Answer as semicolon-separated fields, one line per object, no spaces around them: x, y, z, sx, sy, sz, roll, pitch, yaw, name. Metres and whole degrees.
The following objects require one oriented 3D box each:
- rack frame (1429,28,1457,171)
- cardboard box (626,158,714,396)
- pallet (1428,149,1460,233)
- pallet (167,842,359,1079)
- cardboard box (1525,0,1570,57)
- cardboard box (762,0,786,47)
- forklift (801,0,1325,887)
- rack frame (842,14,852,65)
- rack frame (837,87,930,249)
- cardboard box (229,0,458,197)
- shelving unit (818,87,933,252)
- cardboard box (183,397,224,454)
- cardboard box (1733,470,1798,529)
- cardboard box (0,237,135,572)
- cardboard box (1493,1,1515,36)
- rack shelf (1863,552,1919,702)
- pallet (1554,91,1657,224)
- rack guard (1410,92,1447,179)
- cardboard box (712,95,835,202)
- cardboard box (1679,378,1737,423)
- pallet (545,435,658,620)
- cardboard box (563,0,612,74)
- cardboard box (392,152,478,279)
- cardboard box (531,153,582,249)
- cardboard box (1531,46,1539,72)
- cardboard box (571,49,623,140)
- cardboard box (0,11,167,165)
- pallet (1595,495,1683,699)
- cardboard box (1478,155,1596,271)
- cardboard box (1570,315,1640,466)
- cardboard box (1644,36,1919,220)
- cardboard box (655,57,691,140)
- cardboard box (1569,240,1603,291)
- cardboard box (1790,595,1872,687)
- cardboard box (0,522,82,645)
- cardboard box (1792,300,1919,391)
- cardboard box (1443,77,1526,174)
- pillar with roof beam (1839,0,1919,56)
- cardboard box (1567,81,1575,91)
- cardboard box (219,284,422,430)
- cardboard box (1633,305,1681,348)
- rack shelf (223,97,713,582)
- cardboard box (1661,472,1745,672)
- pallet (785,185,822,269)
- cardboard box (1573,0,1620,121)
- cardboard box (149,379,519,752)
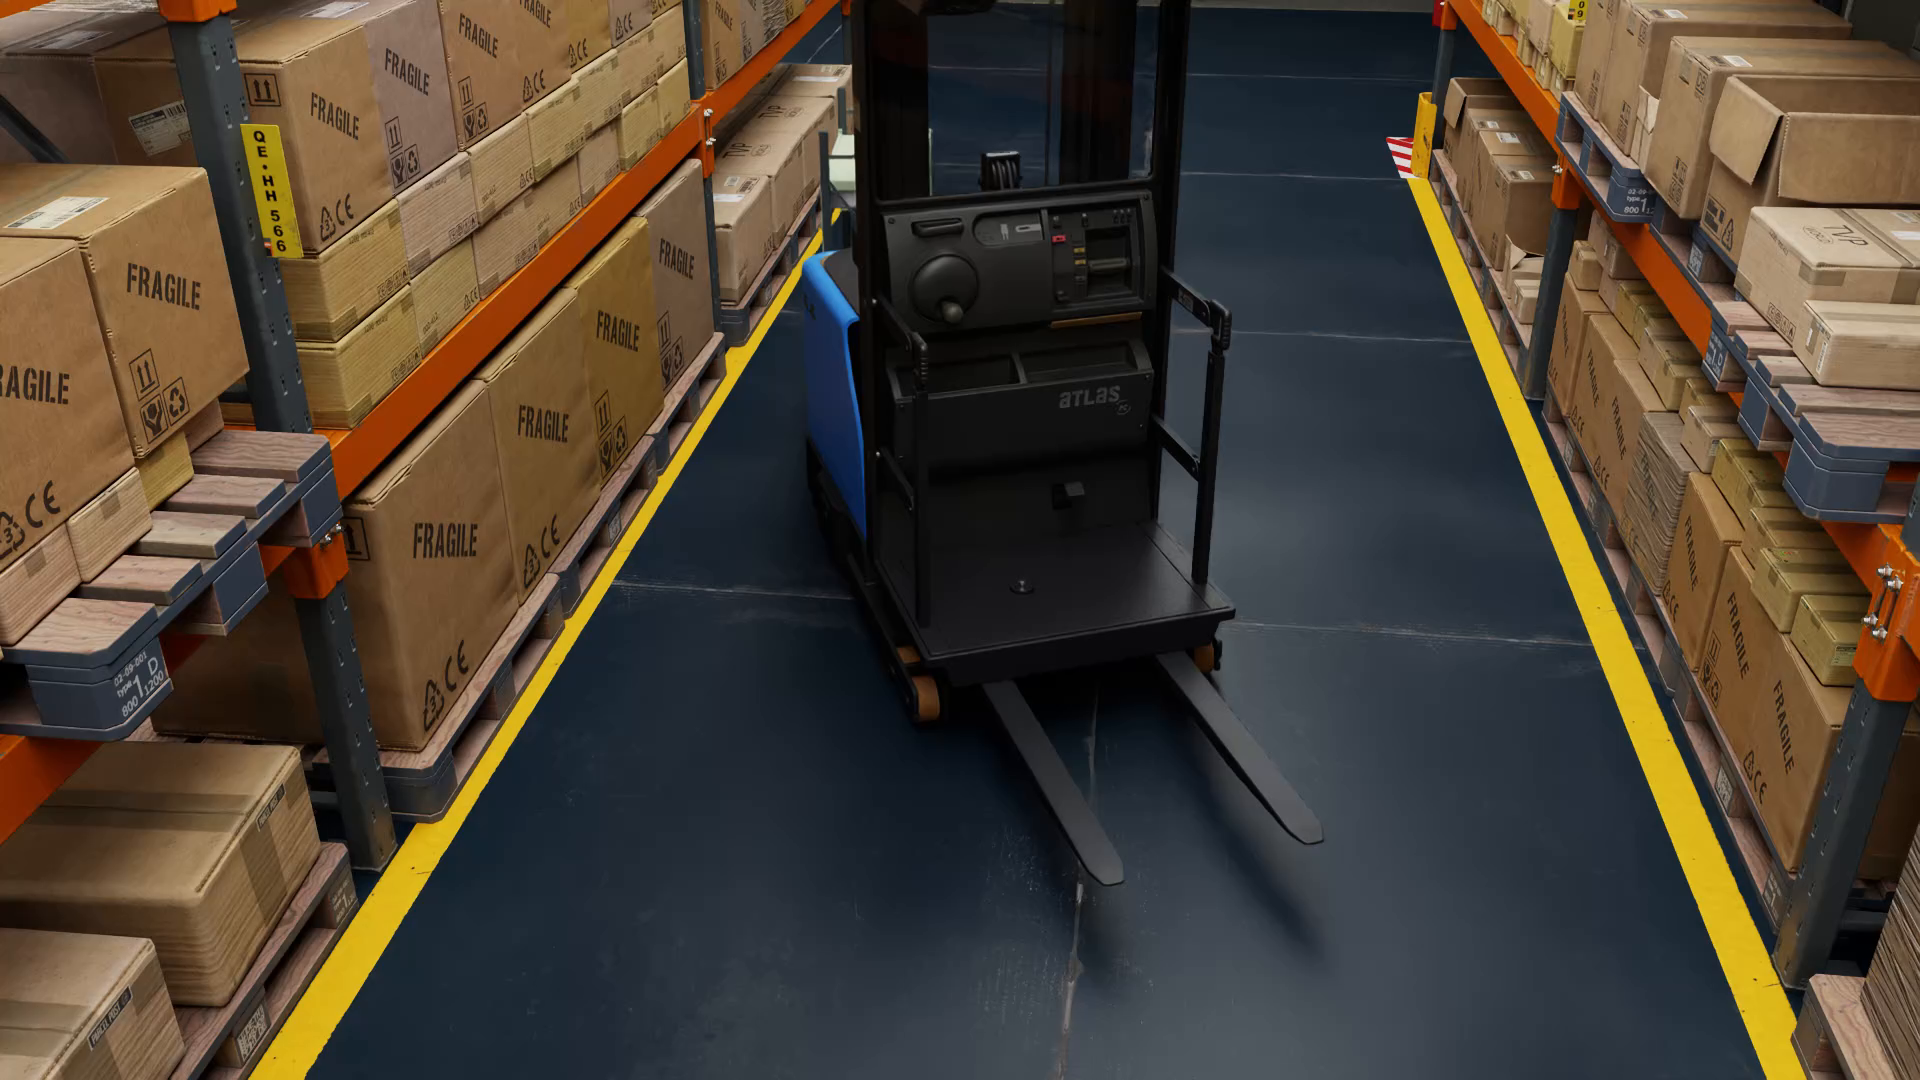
3.709;-3.868;10.767;1.000;3.000;0.127;3;28;6;rack frame
-1.705;-1.225;7.659;0.875;0.875;0.875;4;29;8;cardboard box
3.603;-2.229;10.666;1.003;0.211;1.213;3;28;6;pallet
-2.295;1.206;4.288;1.003;0.211;1.213;3;28;6;pallet
3.086;-2.541;8.148;0.500;0.250;0.500;3;29;6;cardboard box
-1.258;-2.992;9.036;0.500;0.500;0.500;4;29;7;cardboard box
0.273;-0.885;5.302;1.130;2.935;3.031;-8;29;-15;forklift
-1.218;-4.155;11.300;1.000;3.000;0.127;3;28;6;rack frame
-0.334;-1.307;7.595;0.400;1.500;0.023;1;28;2;rack frame
-1.844;-1.325;4.888;0.500;0.500;0.500;3;29;6;cardboard box
-0.347;-1.134;7.273;0.431;1.500;0.755;1;28;2;shelving unit
-2.005;-0.295;3.958;0.380;0.149;0.250;4;29;8;cardboard box
2.694;-0.093;5.269;0.380;0.149;0.250;4;29;8;cardboard box
-2.031;-0.275;3.236;0.500;0.500;0.500;3;28;5;cardboard box
3.177;-2.890;9.217;0.380;0.149;0.250;4;29;7;cardboard box
2.483;1.156;2.201;1.077;0.370;4.000;3;28;6;rack shelf
3.012;-1.531;6.632;1.003;0.211;1.213;3;28;6;pallet
3.699;-2.732;11.294;1.175;0.500;0.348;3;28;6;rack guard
-1.303;-2.464;10.420;0.875;0.438;0.875;4;29;8;cardboard box
2.809;-0.455;5.940;0.380;0.149;0.250;3;29;6;cardboard box
-1.875;-0.101;6.715;1.003;0.211;1.213;3;28;6;pallet
-1.651;-2.050;6.233;0.500;0.500;0.500;4;29;8;cardboard box
-1.827;-1.011;5.094;0.500;0.250;0.500;4;29;7;cardboard box
-1.716;-1.261;6.086;0.500;0.250;0.500;3;28;6;cardboard box
3.084;-2.409;8.324;0.380;0.149;0.250;4;29;8;cardboard box
-1.632;-1.725;6.419;0.500;0.250;0.500;4;29;7;cardboard box
-2.395;-1.132;4.529;0.500;0.500;0.500;3;28;5;cardboard box
3.009;0.203;6.150;1.003;0.211;1.213;3;28;6;pallet
3.269;-1.781;9.087;0.700;0.500;0.500;2;28;4;cardboard box
2.881;-0.604;6.901;0.500;0.500;0.500;3;28;6;cardboard box
2.778;-1.386;5.612;0.700;0.500;0.500;3;28;6;cardboard box
-1.513;-1.980;7.421;0.500;0.250;0.500;3;28;5;cardboard box
2.911;-1.202;7.327;0.380;0.149;0.250;5;29;9;cardboard box
2.538;0.280;4.576;0.380;0.149;0.250;2;28;4;cardboard box
-1.991;0.074;3.272;0.380;0.149;0.250;2;28;4;cardboard box
2.428;-0.508;4.353;0.380;0.149;0.250;4;29;7;cardboard box
3.540;-2.672;10.736;0.797;0.503;0.637;2;28;4;cardboard box
-0.074;-5.152;6.825;9.100;9.000;0.400;3;28;6;pillar with roof beam
3.007;-2.039;7.638;0.380;0.149;0.250;4;29;7;cardboard box
-1.889;-0.539;4.746;0.500;0.250;0.500;3;28;5;cardboard box
2.913;-0.816;6.610;0.380;0.149;0.250;3;28;5;cardboard box
-1.953;-1.014;6.228;1.077;0.370;4.000;3;28;6;rack shelf
2.700;0.120;5.557;0.500;0.500;0.500;5;29;8;cardboard box
-1.390;-1.974;10.191;1.003;0.211;1.213;3;28;6;pallet
2.937;-1.999;6.751;0.700;0.500;0.500;4;29;7;cardboard box
-2.031;0.041;5.309;0.875;0.875;0.875;3;28;6;cardboard box
